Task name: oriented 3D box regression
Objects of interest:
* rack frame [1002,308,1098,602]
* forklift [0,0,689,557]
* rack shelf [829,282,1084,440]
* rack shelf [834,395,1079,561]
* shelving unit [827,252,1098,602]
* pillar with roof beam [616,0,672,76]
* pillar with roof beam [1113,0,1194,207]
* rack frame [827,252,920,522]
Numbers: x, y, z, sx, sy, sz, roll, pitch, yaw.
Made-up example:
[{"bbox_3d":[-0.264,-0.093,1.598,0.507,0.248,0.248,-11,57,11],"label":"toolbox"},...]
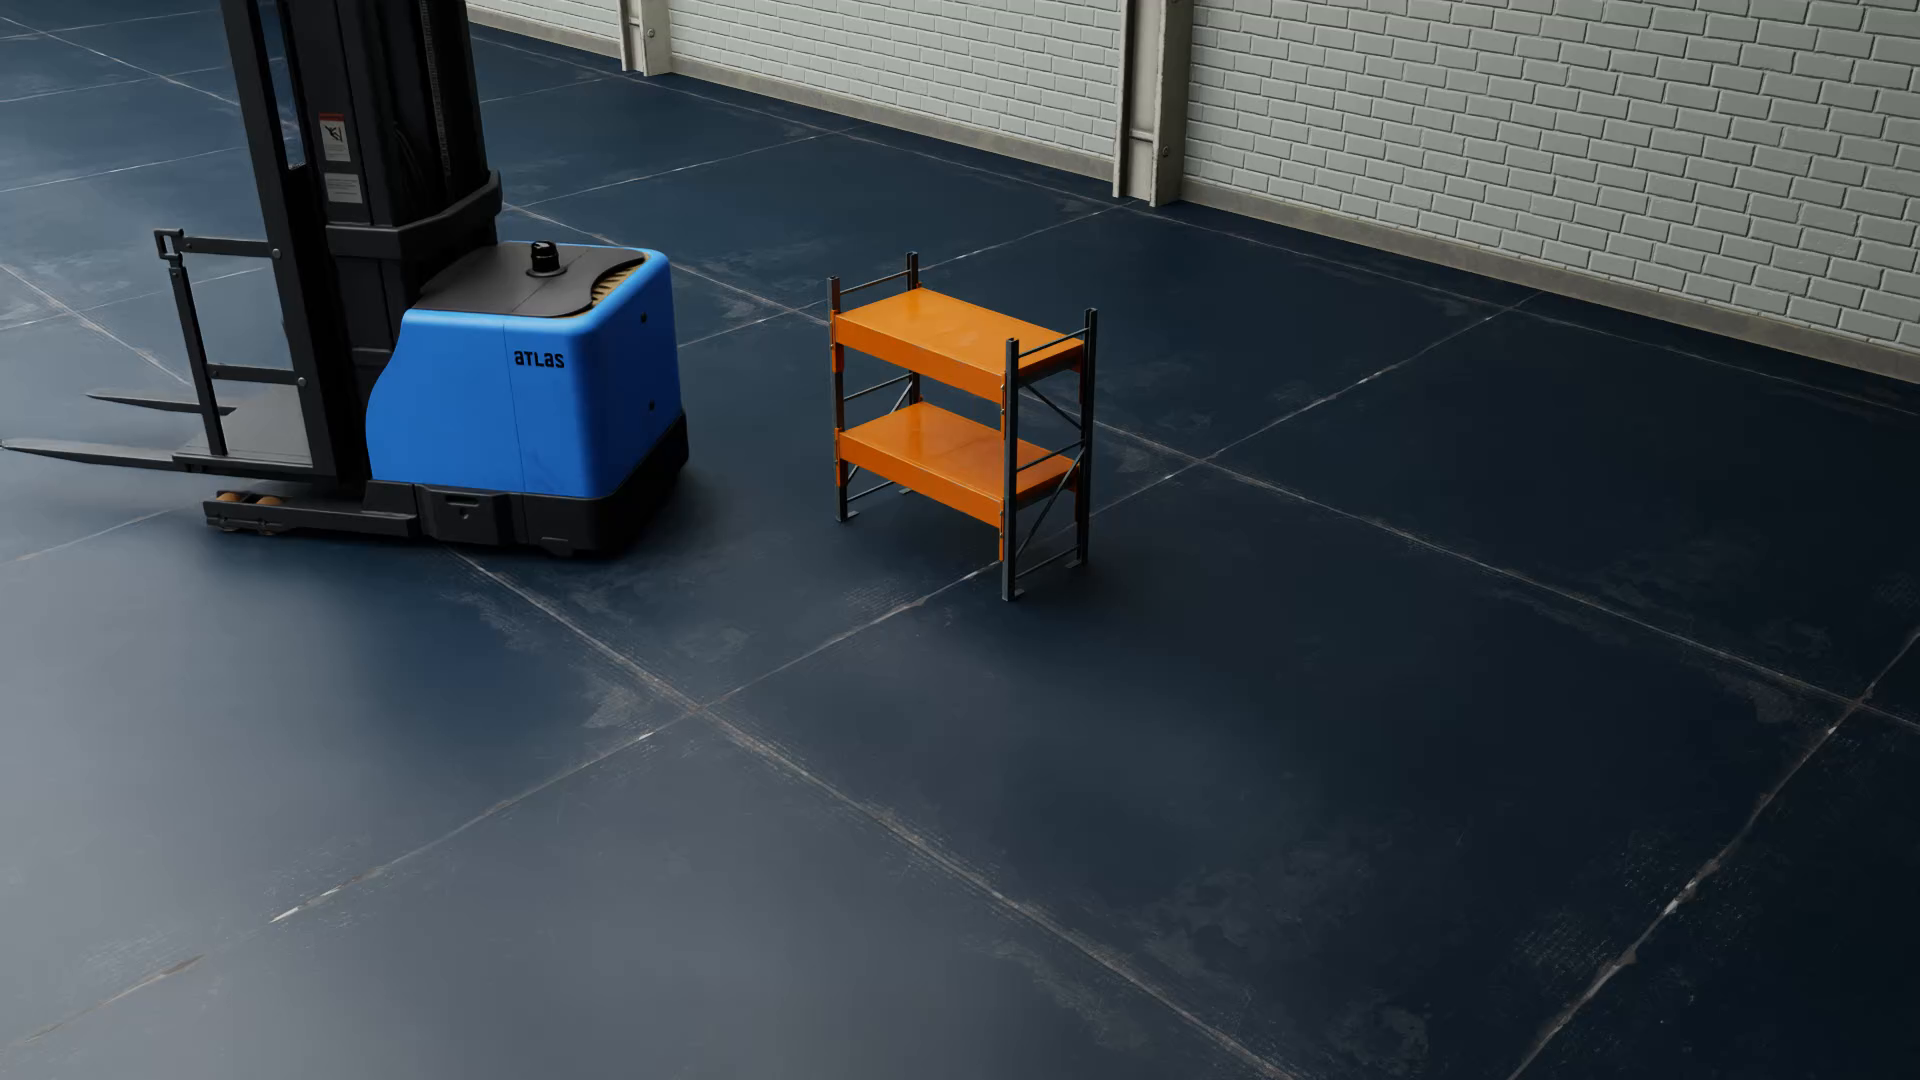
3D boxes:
[{"bbox_3d":[0.358,-0.334,6.677,0.032,1.125,0.500,25,36,38],"label":"rack frame"},{"bbox_3d":[-2.845,-1.553,7.053,3.031,2.935,1.130,5,28,10],"label":"forklift"},{"bbox_3d":[-0.005,-0.759,6.856,1.000,0.278,0.538,25,36,38],"label":"rack shelf"},{"bbox_3d":[-0.005,-0.284,7.106,1.000,0.278,0.538,25,36,38],"label":"rack shelf"},{"bbox_3d":[-0.005,-0.500,6.992,1.048,1.125,0.538,25,36,38],"label":"shelving unit"},{"bbox_3d":[-5.955,-6.972,10.840,0.400,9.000,9.100,25,36,38],"label":"pillar with roof beam"},{"bbox_3d":[-1.676,-5.014,7.117,0.400,9.000,9.100,25,36,38],"label":"pillar with roof beam"},{"bbox_3d":[-0.367,-0.666,7.308,0.032,1.125,0.500,25,36,38],"label":"rack frame"}]
